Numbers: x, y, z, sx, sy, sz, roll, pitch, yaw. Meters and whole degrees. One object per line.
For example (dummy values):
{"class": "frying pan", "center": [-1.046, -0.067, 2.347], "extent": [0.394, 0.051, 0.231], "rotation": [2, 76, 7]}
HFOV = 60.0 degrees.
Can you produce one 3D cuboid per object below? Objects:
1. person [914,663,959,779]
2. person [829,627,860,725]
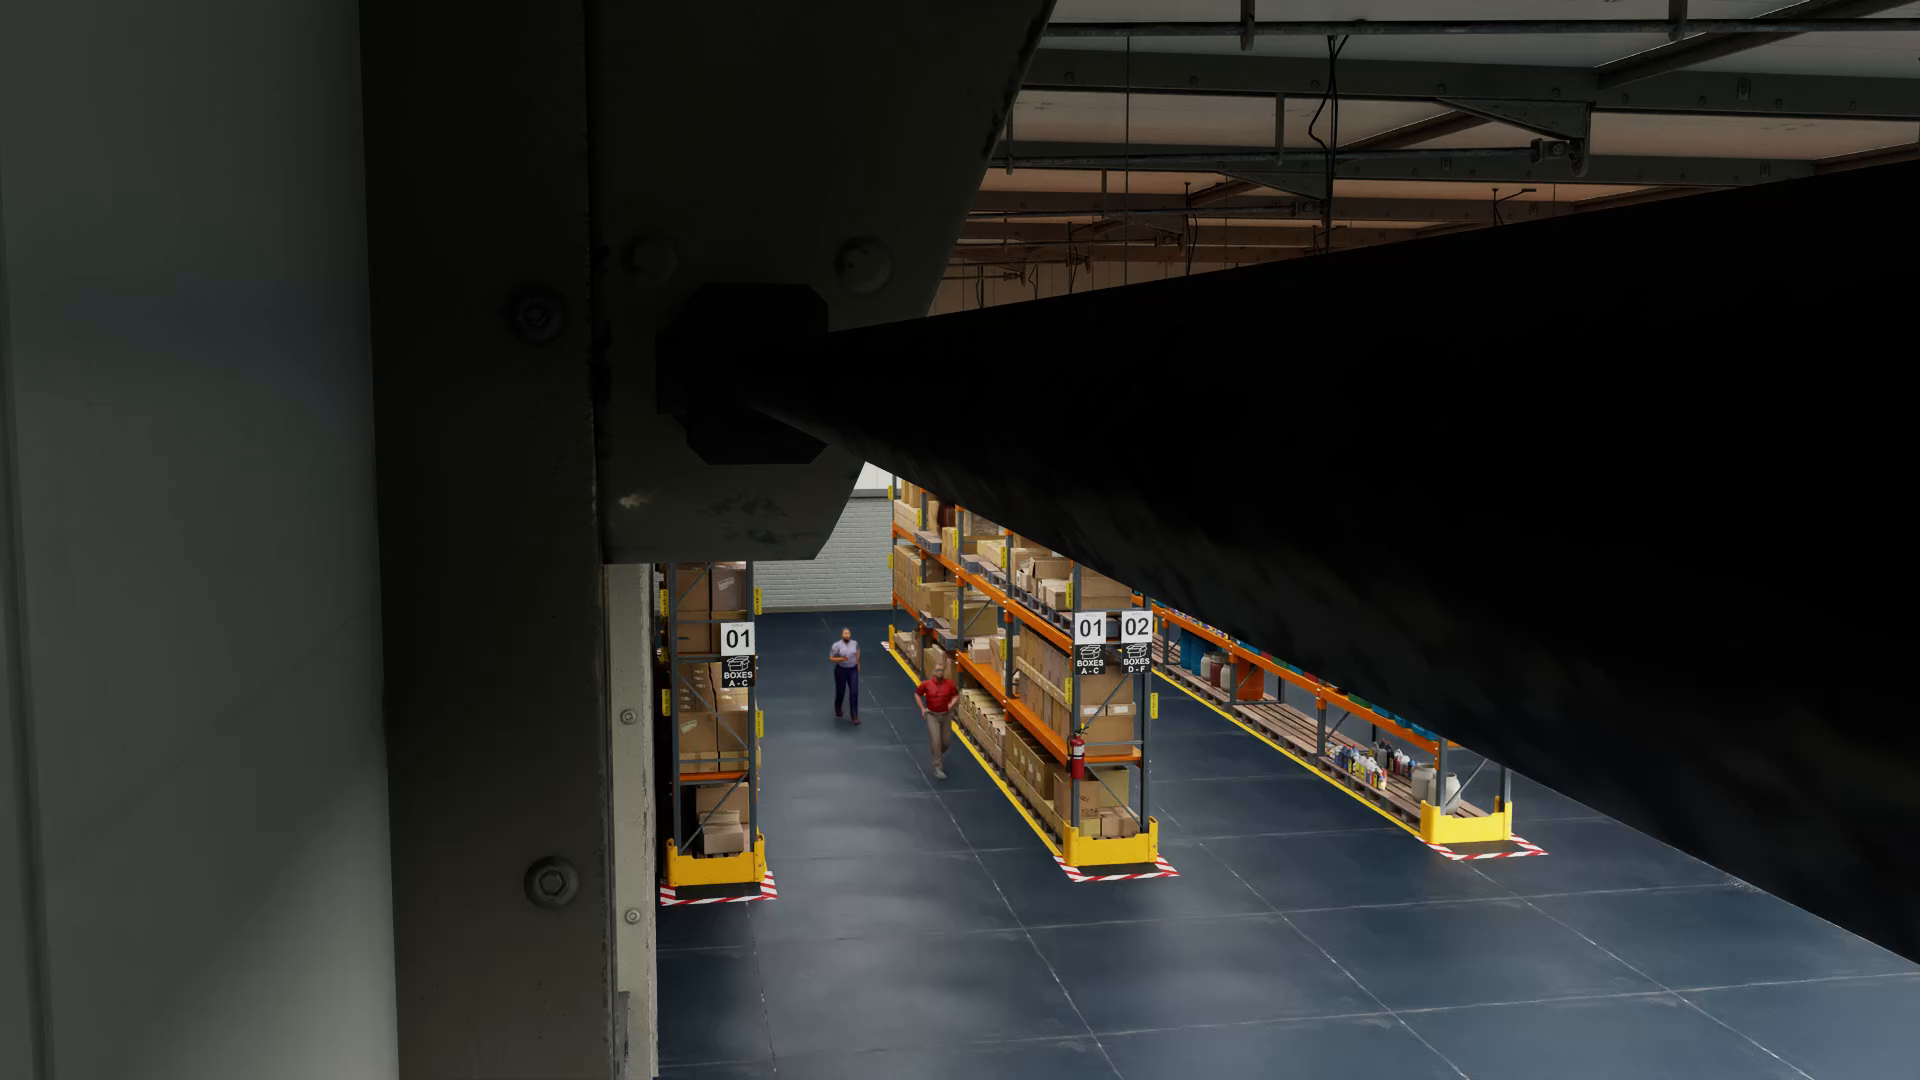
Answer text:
{"class": "person", "center": [-0.327, 2.729, 25.425], "extent": [0.684, 1.713, 0.806], "rotation": [-2, 6, -17]}
{"class": "person", "center": [-1.990, 2.340, 29.079], "extent": [0.602, 1.645, 0.913], "rotation": [-2, 6, -18]}
